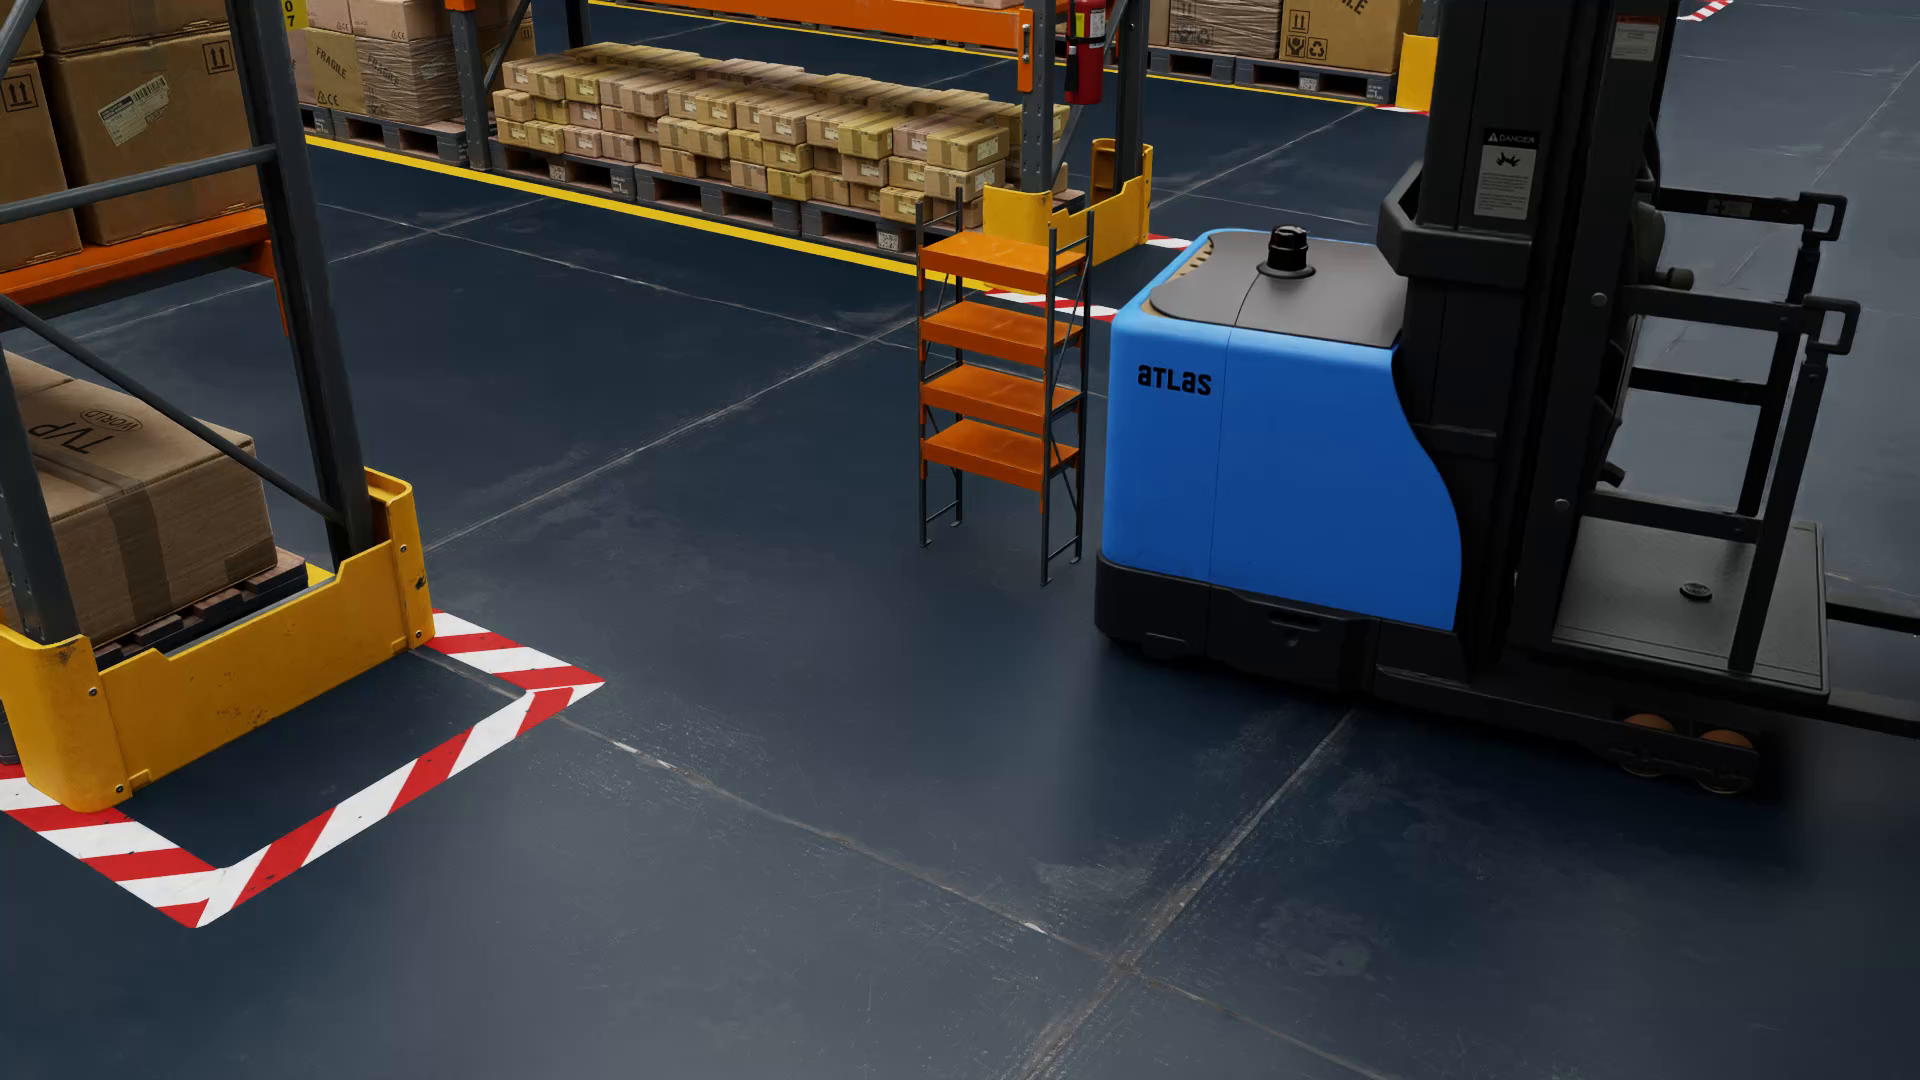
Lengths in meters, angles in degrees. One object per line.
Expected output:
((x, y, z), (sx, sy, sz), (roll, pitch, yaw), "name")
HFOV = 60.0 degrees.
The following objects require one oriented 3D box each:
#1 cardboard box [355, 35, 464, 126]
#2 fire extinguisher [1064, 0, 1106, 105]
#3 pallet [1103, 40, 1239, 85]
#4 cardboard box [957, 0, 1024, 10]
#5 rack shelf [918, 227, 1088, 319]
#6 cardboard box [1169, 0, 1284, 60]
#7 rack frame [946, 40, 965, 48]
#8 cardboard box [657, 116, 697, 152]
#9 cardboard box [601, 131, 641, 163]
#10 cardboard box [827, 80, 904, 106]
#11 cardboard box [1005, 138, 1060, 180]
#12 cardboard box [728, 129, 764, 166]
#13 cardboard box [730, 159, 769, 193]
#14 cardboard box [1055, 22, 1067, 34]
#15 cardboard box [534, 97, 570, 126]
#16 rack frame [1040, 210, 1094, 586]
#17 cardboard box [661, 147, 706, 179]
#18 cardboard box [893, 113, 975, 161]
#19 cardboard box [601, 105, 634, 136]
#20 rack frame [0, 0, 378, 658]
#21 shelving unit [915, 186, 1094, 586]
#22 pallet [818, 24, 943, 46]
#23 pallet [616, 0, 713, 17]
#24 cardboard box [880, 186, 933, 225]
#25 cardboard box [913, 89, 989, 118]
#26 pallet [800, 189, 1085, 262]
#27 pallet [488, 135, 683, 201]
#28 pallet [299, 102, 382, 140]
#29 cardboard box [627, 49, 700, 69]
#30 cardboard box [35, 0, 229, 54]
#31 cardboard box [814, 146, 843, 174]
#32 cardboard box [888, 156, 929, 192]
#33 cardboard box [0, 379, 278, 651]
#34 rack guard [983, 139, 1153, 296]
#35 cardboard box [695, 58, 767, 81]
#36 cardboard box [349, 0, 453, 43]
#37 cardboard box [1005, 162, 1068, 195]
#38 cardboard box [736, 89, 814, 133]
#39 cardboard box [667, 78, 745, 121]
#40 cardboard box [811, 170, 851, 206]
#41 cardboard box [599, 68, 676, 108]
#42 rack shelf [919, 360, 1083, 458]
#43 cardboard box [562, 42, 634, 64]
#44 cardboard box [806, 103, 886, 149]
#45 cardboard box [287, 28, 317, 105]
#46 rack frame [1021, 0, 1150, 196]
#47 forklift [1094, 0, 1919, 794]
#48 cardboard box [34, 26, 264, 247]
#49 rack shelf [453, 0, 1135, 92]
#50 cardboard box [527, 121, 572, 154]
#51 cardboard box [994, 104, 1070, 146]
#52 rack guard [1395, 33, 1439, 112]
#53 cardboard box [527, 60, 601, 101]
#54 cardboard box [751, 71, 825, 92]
((-3.428, -2.952, 10.536), (0.500, 0.500, 0.500), (17, 31, 29), "cardboard box")
((0.568, -2.318, 7.493), (0.183, 0.674, 0.296), (17, 32, 30), "fire extinguisher")
((1.809, -3.831, 13.045), (1.213, 0.211, 1.003), (17, 32, 30), "pallet")
((0.193, -2.622, 7.871), (0.250, 0.149, 0.380), (17, 32, 30), "cardboard box")
((0.136, -0.842, 5.216), (0.480, 0.148, 0.258), (17, 32, 30), "rack shelf")
((2.190, -4.192, 12.560), (0.875, 0.875, 0.875), (17, 32, 30), "cardboard box")
((0.216, -5.611, 13.468), (0.127, 3.000, 1.000), (17, 32, 30), "rack frame")
((-1.471, -2.300, 9.315), (0.250, 0.149, 0.380), (17, 32, 30), "cardboard box")
((-1.866, -2.326, 9.694), (0.250, 0.149, 0.380), (17, 31, 29), "cardboard box")
((-0.523, -2.445, 9.271), (0.250, 0.149, 0.380), (19, 32, 32), "cardboard box")
((0.335, -2.035, 8.794), (0.250, 0.149, 0.380), (19, 32, 32), "cardboard box")
((-1.039, -2.167, 9.053), (0.250, 0.149, 0.380), (19, 33, 33), "cardboard box")
((-1.039, -2.036, 9.123), (0.250, 0.149, 0.380), (18, 32, 31), "cardboard box")
((0.715, -4.652, 13.463), (0.875, 0.875, 0.875), (17, 32, 30), "cardboard box")
((-2.298, -2.588, 9.880), (0.250, 0.149, 0.380), (18, 32, 31), "cardboard box")
((0.338, -0.430, 5.271), (0.015, 1.200, 0.240), (17, 32, 30), "rack frame")
((-1.465, -2.168, 9.382), (0.250, 0.149, 0.380), (16, 31, 29), "cardboard box")
((-0.133, -2.064, 8.524), (0.250, 0.149, 0.380), (18, 32, 31), "cardboard box")
((-1.856, -2.468, 9.645), (0.250, 0.149, 0.380), (16, 31, 28), "cardboard box")
((-2.097, -0.879, 4.170), (0.127, 3.000, 1.000), (17, 32, 30), "rack frame")
((0.136, -0.492, 5.394), (0.503, 1.200, 0.258), (17, 32, 30), "shelving unit")
((-0.462, -4.538, 14.435), (1.213, 0.211, 1.003), (17, 32, 30), "pallet")
((-2.474, -5.165, 15.666), (1.213, 0.211, 1.003), (17, 32, 30), "pallet")
((-0.199, -1.757, 8.576), (0.250, 0.149, 0.380), (18, 32, 32), "cardboard box")
((-0.048, -2.337, 9.060), (0.250, 0.149, 0.380), (17, 32, 30), "cardboard box")
((-0.090, -1.754, 8.964), (1.213, 0.211, 1.003), (17, 32, 30), "pallet")
((-2.102, -2.381, 10.195), (1.213, 0.211, 1.003), (17, 32, 30), "pallet")
((-4.328, -3.052, 11.515), (1.213, 0.211, 1.003), (17, 32, 30), "pallet")
((-1.792, -2.858, 10.083), (0.250, 0.149, 0.380), (17, 32, 30), "cardboard box")
((-2.332, -1.599, 4.372), (0.500, 0.500, 0.500), (17, 31, 29), "cardboard box")
((-0.567, -2.074, 8.870), (0.250, 0.149, 0.380), (17, 31, 30), "cardboard box")
((-0.160, -1.921, 8.569), (0.250, 0.149, 0.380), (16, 31, 29), "cardboard box")
((-2.698, -0.056, 4.915), (0.875, 0.438, 0.875), (16, 31, 29), "cardboard box")
((0.559, -1.661, 8.462), (0.348, 0.500, 1.175), (17, 32, 30), "rack guard")
((-1.347, -2.727, 9.826), (0.250, 0.149, 0.380), (16, 31, 28), "cardboard box")
((-3.432, -3.287, 10.367), (0.500, 0.250, 0.500), (16, 31, 29), "cardboard box")
((0.371, -1.926, 8.908), (0.250, 0.149, 0.380), (18, 32, 31), "cardboard box")
((-1.003, -2.331, 9.047), (0.250, 0.149, 0.380), (16, 31, 29), "cardboard box")
((-1.416, -2.466, 9.312), (0.250, 0.149, 0.380), (16, 31, 28), "cardboard box")
((-0.579, -1.916, 8.888), (0.250, 0.149, 0.380), (18, 32, 31), "cardboard box")
((-1.851, -2.601, 9.577), (0.250, 0.149, 0.380), (16, 31, 29), "cardboard box")
((0.136, -0.432, 5.425), (0.480, 0.148, 0.258), (17, 32, 30), "rack shelf")
((-2.235, -2.970, 10.304), (0.250, 0.149, 0.380), (18, 32, 32), "cardboard box")
((-0.596, -2.174, 8.738), (0.250, 0.149, 0.380), (16, 31, 28), "cardboard box")
((-4.271, -3.217, 11.057), (0.500, 0.500, 0.500), (17, 31, 29), "cardboard box")
((0.622, -2.755, 7.857), (0.127, 3.000, 1.000), (17, 32, 30), "rack frame")
((1.974, -0.905, 4.298), (3.031, 2.935, 1.130), (11, 29, 21), "forklift")
((-2.330, -1.154, 4.600), (0.500, 0.500, 0.500), (17, 32, 30), "cardboard box")
((-1.027, -2.948, 9.030), (4.000, 0.370, 1.077), (17, 32, 30), "rack shelf")
((-2.338, -2.417, 9.873), (0.250, 0.149, 0.380), (18, 32, 32), "cardboard box")
((0.382, -2.199, 8.788), (0.250, 0.149, 0.380), (16, 31, 28), "cardboard box")
((3.533, -3.464, 12.005), (0.348, 0.500, 1.175), (17, 32, 30), "rack guard")
((-2.315, -2.706, 9.783), (0.250, 0.149, 0.380), (19, 33, 33), "cardboard box")
((-0.975, -2.558, 9.494), (0.250, 0.149, 0.380), (17, 32, 30), "cardboard box")
